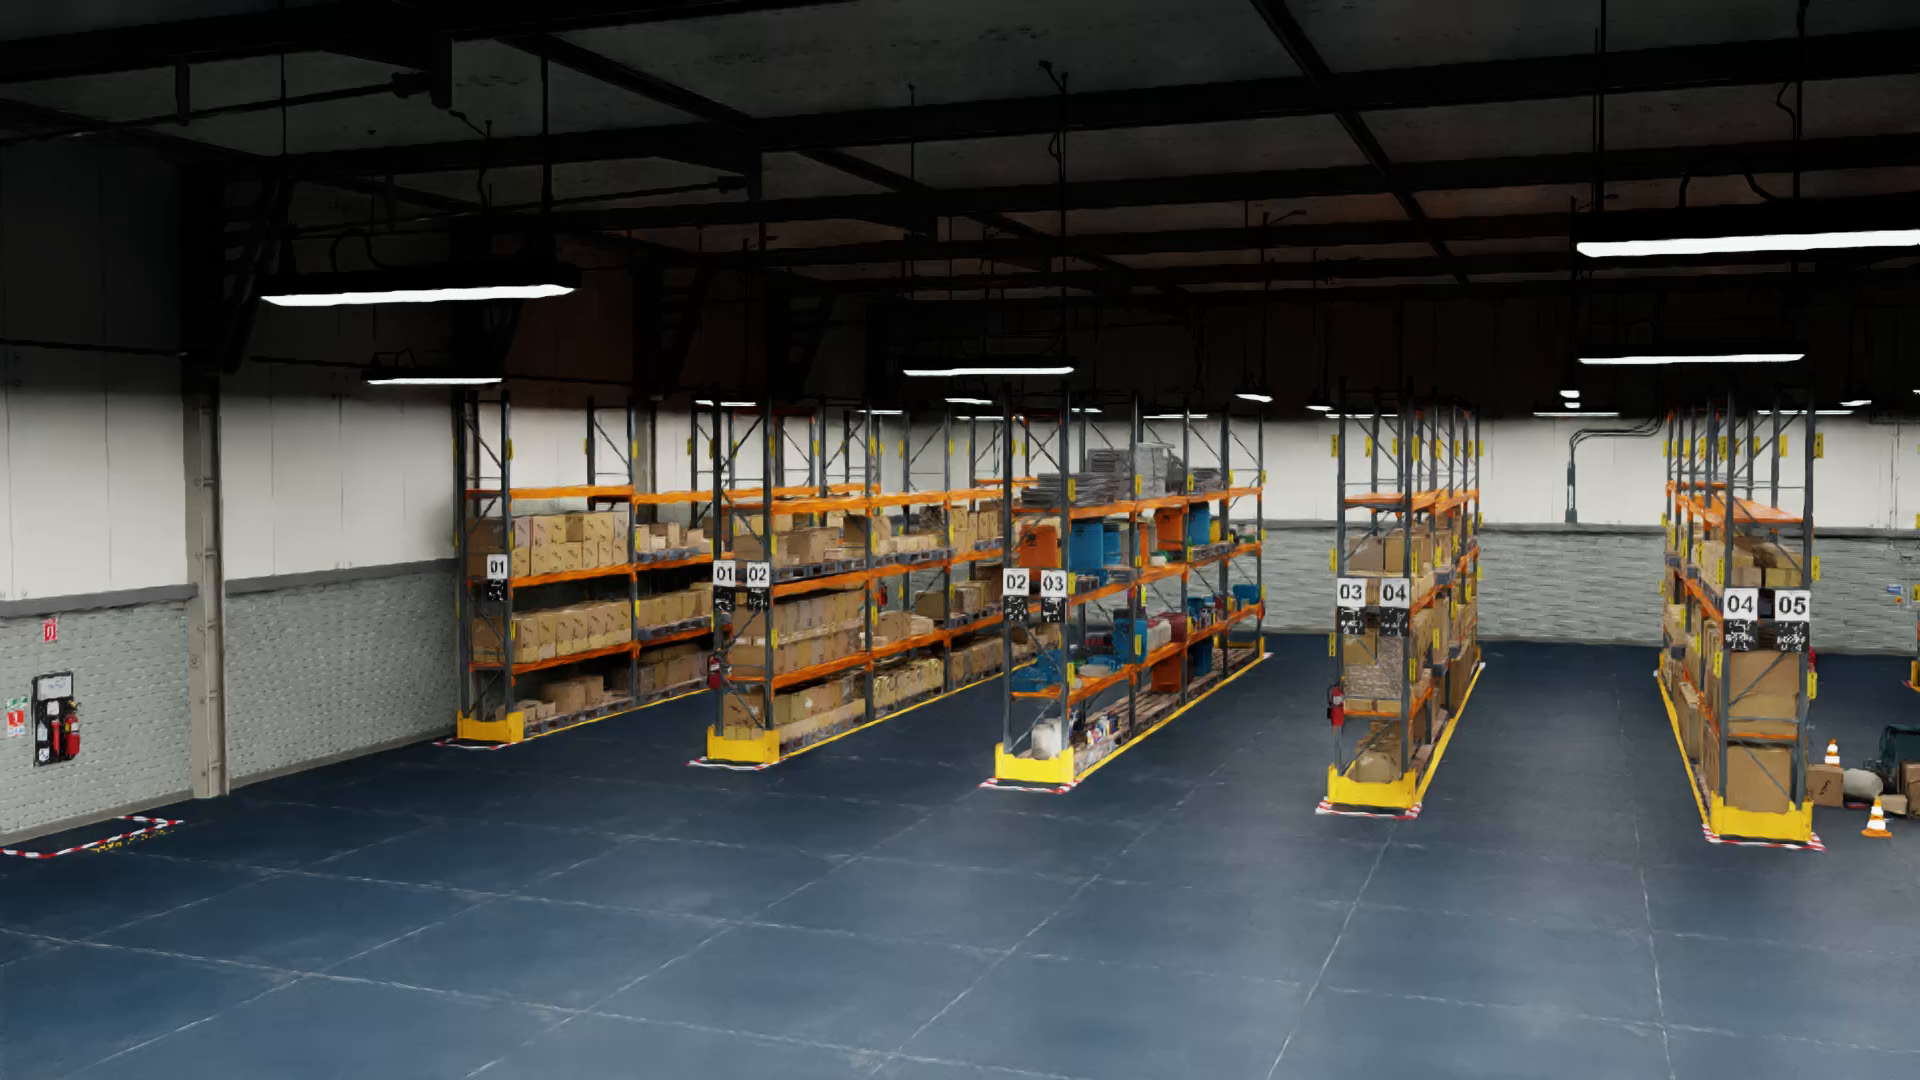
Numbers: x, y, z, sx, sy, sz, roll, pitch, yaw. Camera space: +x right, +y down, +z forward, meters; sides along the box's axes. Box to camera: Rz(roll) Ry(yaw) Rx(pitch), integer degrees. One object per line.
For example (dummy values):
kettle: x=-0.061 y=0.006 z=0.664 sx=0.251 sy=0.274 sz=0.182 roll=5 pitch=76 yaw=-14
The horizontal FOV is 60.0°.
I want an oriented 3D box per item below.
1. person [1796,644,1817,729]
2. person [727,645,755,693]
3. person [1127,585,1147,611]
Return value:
person: x=15.140 y=2.484 z=29.804 sx=0.457 sy=1.733 sz=0.593 roll=-1 pitch=3 yaw=-11
person: x=-4.050 y=2.433 z=31.004 sx=0.671 sy=1.742 sz=0.552 roll=1 pitch=3 yaw=20
person: x=4.495 y=1.757 z=43.055 sx=0.729 sy=1.762 sz=0.486 roll=-2 pitch=3 yaw=-26
